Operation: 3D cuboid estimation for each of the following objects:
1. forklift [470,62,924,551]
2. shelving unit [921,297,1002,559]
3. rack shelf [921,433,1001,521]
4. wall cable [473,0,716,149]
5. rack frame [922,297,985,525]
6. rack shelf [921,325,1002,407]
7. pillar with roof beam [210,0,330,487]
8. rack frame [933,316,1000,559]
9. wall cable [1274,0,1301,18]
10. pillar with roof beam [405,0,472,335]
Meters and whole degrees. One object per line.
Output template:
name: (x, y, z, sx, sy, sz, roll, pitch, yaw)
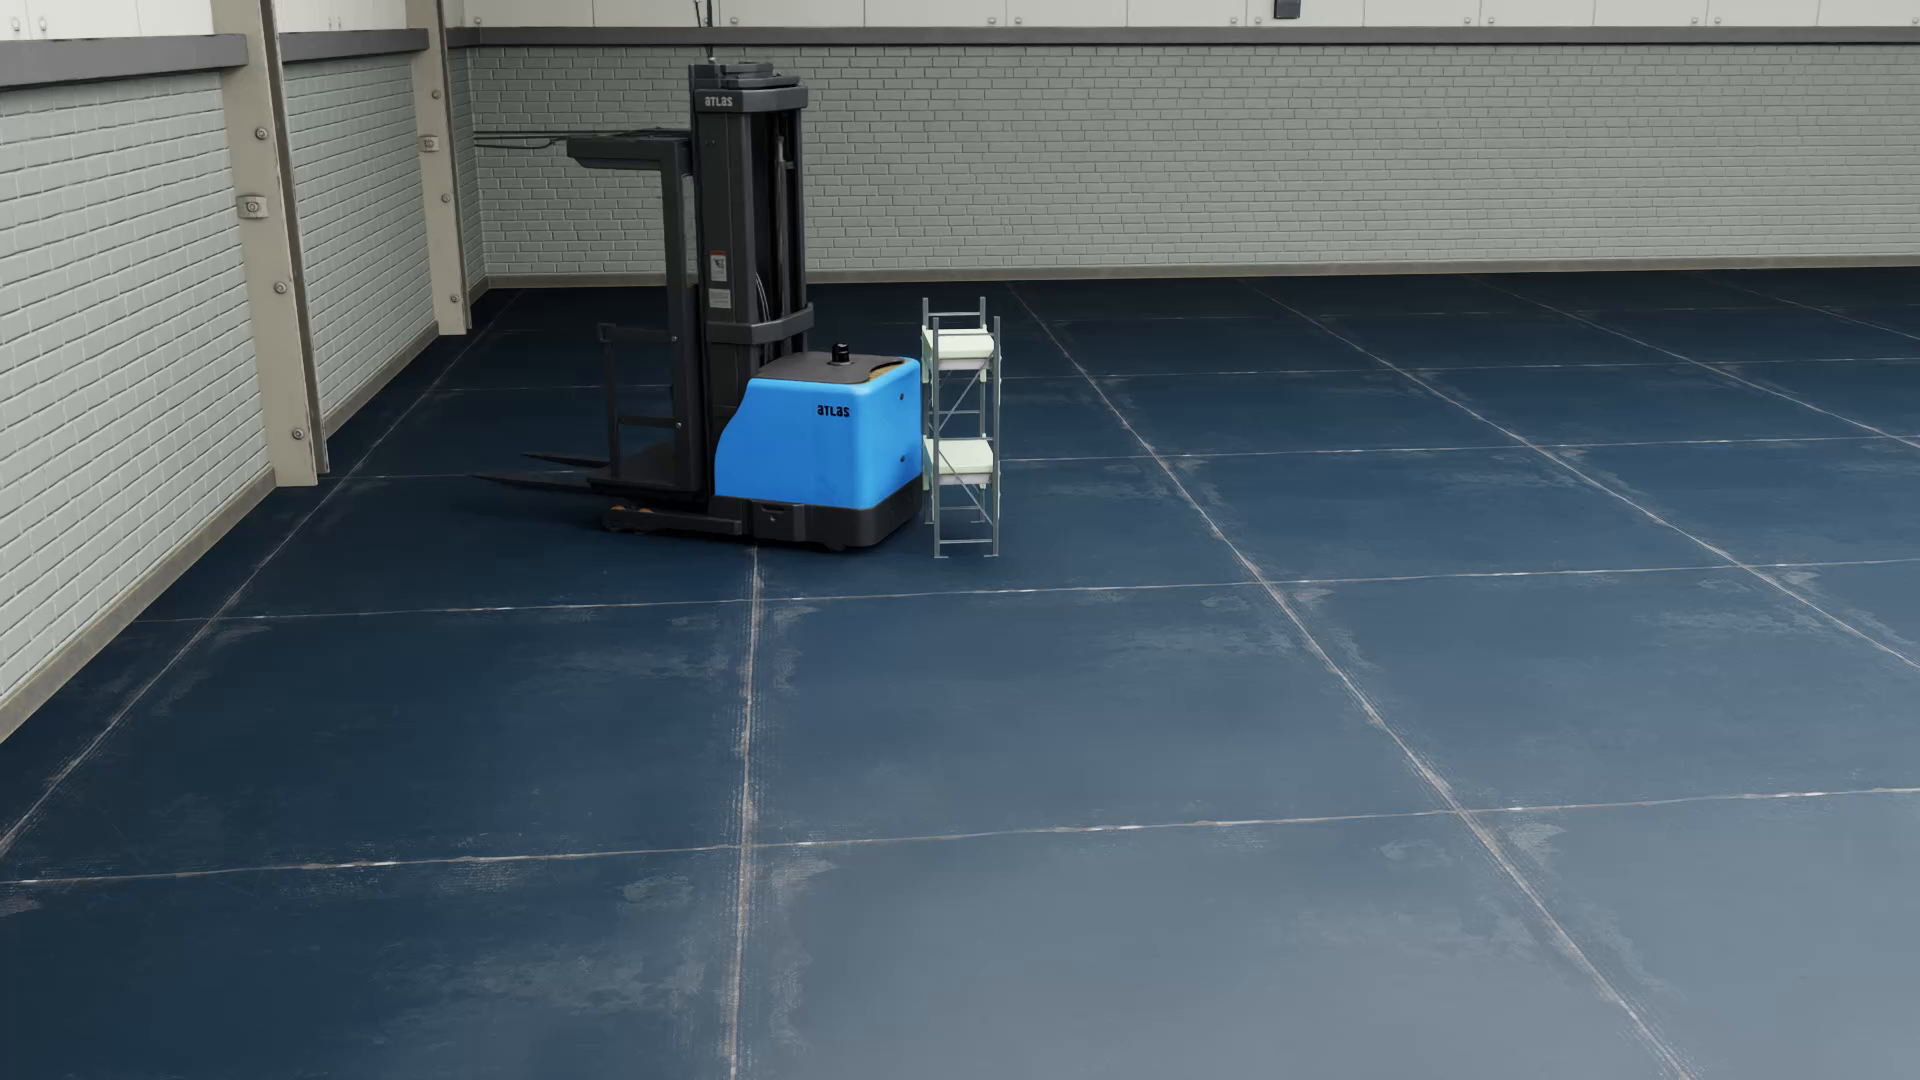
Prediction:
forklift: (-1.812, -1.575, 10.802, 3.031, 2.935, 1.130, 6, 18, 18)
shelving unit: (-0.001, -0.718, 10.459, 0.431, 1.500, 0.755, -2, 18, -6)
rack shelf: (-0.001, -0.407, 10.556, 0.431, 0.370, 0.720, -2, 18, -6)
wall cable: (-4.401, -5.963, 19.833, 3.097, 2.526, 0.112, -2, 18, -6)
rack frame: (-0.038, -0.827, 10.806, 0.400, 1.500, 0.023, -2, 18, -6)
rack shelf: (-0.001, -1.090, 10.342, 0.431, 0.370, 0.720, -2, 18, -6)
pillar with roof beam: (-0.511, -4.872, 11.171, 9.100, 9.000, 0.400, -2, 18, -6)
rack frame: (0.037, -0.609, 10.111, 0.400, 1.500, 0.023, -2, 18, -6)
wall cable: (5.044, -9.356, 19.777, 2.305, 6.003, 0.169, -2, 18, -6)
pillar with roof beam: (-1.130, -6.659, 16.865, 9.100, 9.000, 0.400, -2, 18, -6)
